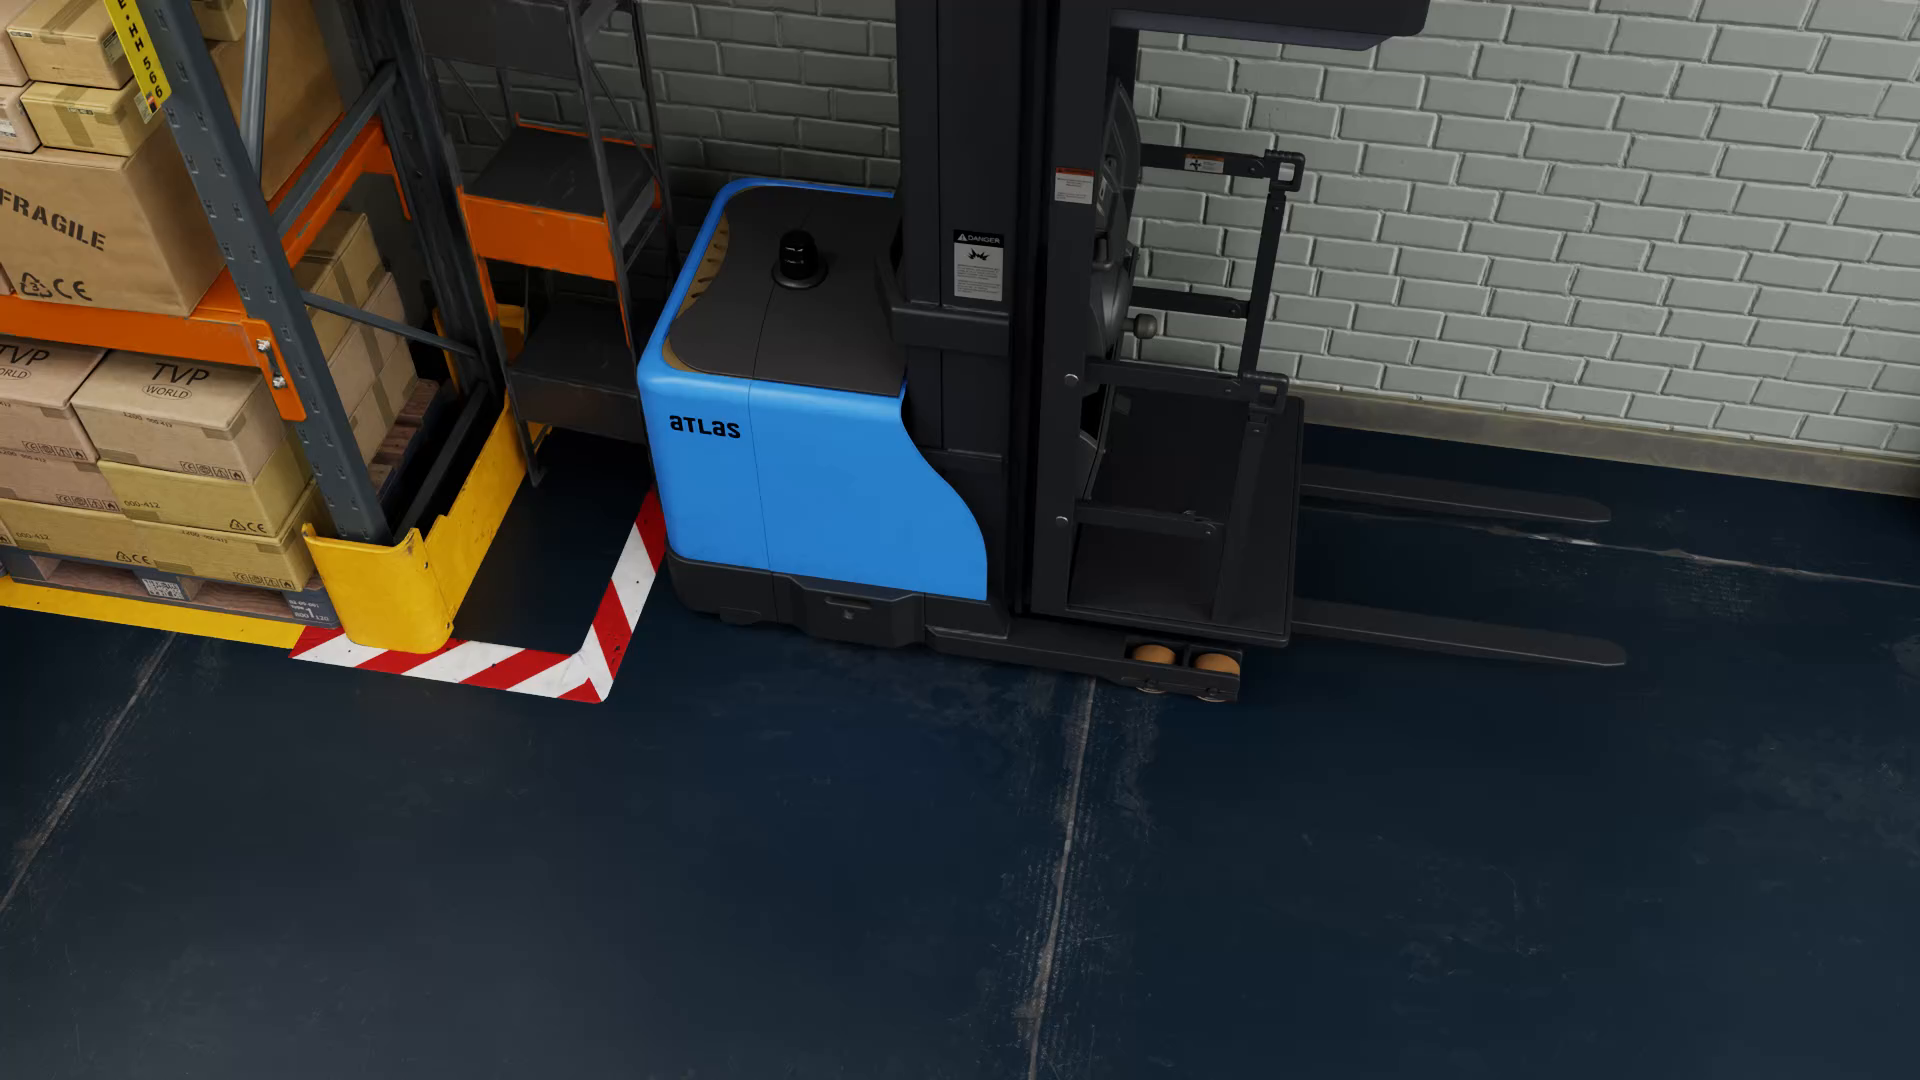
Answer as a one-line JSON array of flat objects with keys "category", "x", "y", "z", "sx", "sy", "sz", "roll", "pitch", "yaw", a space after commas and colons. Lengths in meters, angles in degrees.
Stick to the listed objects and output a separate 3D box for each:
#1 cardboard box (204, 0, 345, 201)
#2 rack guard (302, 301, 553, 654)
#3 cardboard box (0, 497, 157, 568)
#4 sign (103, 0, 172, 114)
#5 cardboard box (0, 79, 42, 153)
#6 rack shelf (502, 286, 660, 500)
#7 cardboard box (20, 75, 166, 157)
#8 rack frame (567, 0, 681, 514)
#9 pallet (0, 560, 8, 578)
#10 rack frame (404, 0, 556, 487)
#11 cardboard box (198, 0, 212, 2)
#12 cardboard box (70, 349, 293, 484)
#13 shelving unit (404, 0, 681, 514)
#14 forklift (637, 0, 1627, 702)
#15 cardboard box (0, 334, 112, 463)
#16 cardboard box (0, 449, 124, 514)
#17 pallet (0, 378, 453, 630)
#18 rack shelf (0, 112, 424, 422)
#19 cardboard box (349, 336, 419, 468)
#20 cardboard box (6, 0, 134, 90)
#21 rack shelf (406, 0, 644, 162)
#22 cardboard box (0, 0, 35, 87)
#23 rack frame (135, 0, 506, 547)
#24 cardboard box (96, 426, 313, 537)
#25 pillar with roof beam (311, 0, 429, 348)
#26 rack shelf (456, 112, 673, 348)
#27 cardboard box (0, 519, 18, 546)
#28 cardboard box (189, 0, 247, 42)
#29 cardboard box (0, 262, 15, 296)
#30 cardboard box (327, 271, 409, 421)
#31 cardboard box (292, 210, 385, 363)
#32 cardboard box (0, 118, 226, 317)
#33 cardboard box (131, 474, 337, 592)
[{"category": "cardboard box", "x": -2.222, "y": -1.379, "z": 4.905, "sx": 0.500, "sy": 0.500, "sz": 0.500, "roll": 9, "pitch": 49, "yaw": 8}, {"category": "rack guard", "x": -1.760, "y": -0.238, "z": 5.628, "sx": 0.348, "sy": 0.500, "sz": 1.175, "roll": 8, "pitch": 49, "yaw": 7}, {"category": "cardboard box", "x": -2.790, "y": -0.202, "z": 5.481, "sx": 0.500, "sy": 0.250, "sz": 0.500, "roll": 8, "pitch": 49, "yaw": 7}, {"category": "sign", "x": -1.894, "y": -1.148, "z": 3.827, "sx": 0.005, "sy": 0.325, "sz": 0.100, "roll": 8, "pitch": 49, "yaw": 7}, {"category": "cardboard box", "x": -2.431, "y": -1.180, "z": 4.290, "sx": 0.250, "sy": 0.149, "sz": 0.380, "roll": 8, "pitch": 49, "yaw": 7}, {"category": "rack shelf", "x": -1.223, "y": -0.508, "z": 5.751, "sx": 0.480, "sy": 0.518, "sz": 0.431, "roll": 12, "pitch": 49, "yaw": 10}, {"category": "cardboard box", "x": -2.175, "y": -1.168, "z": 4.279, "sx": 0.250, "sy": 0.149, "sz": 0.380, "roll": 8, "pitch": 49, "yaw": 7}, {"category": "rack frame", "x": -0.981, "y": -0.935, "z": 5.178, "sx": 0.015, "sy": 2.100, "sz": 0.400, "roll": 12, "pitch": 49, "yaw": 10}, {"category": "pallet", "x": -3.741, "y": -0.379, "z": 5.948, "sx": 1.213, "sy": 0.211, "sz": 1.003, "roll": 8, "pitch": 49, "yaw": 7}, {"category": "rack frame", "x": -1.452, "y": -1.032, "z": 5.260, "sx": 0.015, "sy": 2.100, "sz": 0.400, "roll": 12, "pitch": 49, "yaw": 10}, {"category": "cardboard box", "x": -2.076, "y": -1.627, "z": 4.492, "sx": 0.250, "sy": 0.149, "sz": 0.380, "roll": 7, "pitch": 48, "yaw": 6}, {"category": "cardboard box", "x": -2.292, "y": -0.465, "z": 5.045, "sx": 0.500, "sy": 0.250, "sz": 0.500, "roll": 9, "pitch": 49, "yaw": 8}, {"category": "shelving unit", "x": -1.217, "y": -0.983, "z": 5.219, "sx": 0.503, "sy": 2.100, "sz": 0.431, "roll": 12, "pitch": 49, "yaw": 10}, {"category": "forklift", "x": 0.618, "y": -0.896, "z": 4.584, "sx": 3.031, "sy": 2.935, "sz": 1.130, "roll": 8, "pitch": 49, "yaw": 7}, {"category": "cardboard box", "x": -2.796, "y": -0.528, "z": 5.102, "sx": 0.500, "sy": 0.250, "sz": 0.500, "roll": 8, "pitch": 49, "yaw": 8}, {"category": "cardboard box", "x": -2.810, "y": -0.375, "z": 5.301, "sx": 0.500, "sy": 0.250, "sz": 0.500, "roll": 7, "pitch": 48, "yaw": 6}, {"category": "pallet", "x": -2.544, "y": -0.215, "z": 5.802, "sx": 1.213, "sy": 0.211, "sz": 1.003, "roll": 8, "pitch": 49, "yaw": 7}, {"category": "rack shelf", "x": -3.752, "y": -1.101, "z": 5.206, "sx": 4.000, "sy": 0.370, "sz": 1.077, "roll": 8, "pitch": 49, "yaw": 7}, {"category": "cardboard box", "x": -2.232, "y": -0.506, "z": 5.755, "sx": 0.500, "sy": 0.250, "sz": 0.500, "roll": 8, "pitch": 49, "yaw": 7}, {"category": "cardboard box", "x": -2.174, "y": -1.320, "z": 4.216, "sx": 0.250, "sy": 0.149, "sz": 0.380, "roll": 8, "pitch": 49, "yaw": 7}, {"category": "rack shelf", "x": -1.211, "y": -1.441, "z": 4.707, "sx": 0.480, "sy": 0.518, "sz": 0.431, "roll": 12, "pitch": 49, "yaw": 10}, {"category": "cardboard box", "x": -2.422, "y": -1.330, "z": 4.225, "sx": 0.250, "sy": 0.149, "sz": 0.380, "roll": 8, "pitch": 49, "yaw": 7}, {"category": "rack frame", "x": -1.784, "y": -1.077, "z": 4.701, "sx": 0.127, "sy": 3.000, "sz": 1.000, "roll": 8, "pitch": 49, "yaw": 7}, {"category": "cardboard box", "x": -2.318, "y": -0.301, "z": 5.234, "sx": 0.500, "sy": 0.250, "sz": 0.500, "roll": 7, "pitch": 48, "yaw": 6}, {"category": "pillar with roof beam", "x": -3.074, "y": -0.683, "z": 0.314, "sx": 0.400, "sy": 9.000, "sz": 9.100, "roll": 8, "pitch": 49, "yaw": 7}, {"category": "rack shelf", "x": -1.217, "y": -0.974, "z": 5.229, "sx": 0.480, "sy": 0.518, "sz": 0.431, "roll": 12, "pitch": 49, "yaw": 10}, {"category": "cardboard box", "x": -3.281, "y": -0.275, "z": 5.546, "sx": 0.500, "sy": 0.250, "sz": 0.500, "roll": 8, "pitch": 49, "yaw": 7}, {"category": "cardboard box", "x": -2.071, "y": -1.562, "z": 4.634, "sx": 0.250, "sy": 0.149, "sz": 0.380, "roll": 7, "pitch": 48, "yaw": 6}, {"category": "cardboard box", "x": -2.823, "y": -1.059, "z": 4.617, "sx": 0.500, "sy": 0.500, "sz": 0.500, "roll": 9, "pitch": 49, "yaw": 8}, {"category": "cardboard box", "x": -2.209, "y": -0.680, "z": 5.574, "sx": 0.500, "sy": 0.250, "sz": 0.500, "roll": 8, "pitch": 49, "yaw": 8}, {"category": "cardboard box", "x": -2.223, "y": -0.835, "z": 5.377, "sx": 0.500, "sy": 0.250, "sz": 0.500, "roll": 7, "pitch": 48, "yaw": 6}, {"category": "cardboard box", "x": -2.315, "y": -0.983, "z": 4.550, "sx": 0.500, "sy": 0.500, "sz": 0.500, "roll": 7, "pitch": 48, "yaw": 6}, {"category": "cardboard box", "x": -2.302, "y": -0.129, "z": 5.416, "sx": 0.500, "sy": 0.250, "sz": 0.500, "roll": 8, "pitch": 49, "yaw": 7}]
